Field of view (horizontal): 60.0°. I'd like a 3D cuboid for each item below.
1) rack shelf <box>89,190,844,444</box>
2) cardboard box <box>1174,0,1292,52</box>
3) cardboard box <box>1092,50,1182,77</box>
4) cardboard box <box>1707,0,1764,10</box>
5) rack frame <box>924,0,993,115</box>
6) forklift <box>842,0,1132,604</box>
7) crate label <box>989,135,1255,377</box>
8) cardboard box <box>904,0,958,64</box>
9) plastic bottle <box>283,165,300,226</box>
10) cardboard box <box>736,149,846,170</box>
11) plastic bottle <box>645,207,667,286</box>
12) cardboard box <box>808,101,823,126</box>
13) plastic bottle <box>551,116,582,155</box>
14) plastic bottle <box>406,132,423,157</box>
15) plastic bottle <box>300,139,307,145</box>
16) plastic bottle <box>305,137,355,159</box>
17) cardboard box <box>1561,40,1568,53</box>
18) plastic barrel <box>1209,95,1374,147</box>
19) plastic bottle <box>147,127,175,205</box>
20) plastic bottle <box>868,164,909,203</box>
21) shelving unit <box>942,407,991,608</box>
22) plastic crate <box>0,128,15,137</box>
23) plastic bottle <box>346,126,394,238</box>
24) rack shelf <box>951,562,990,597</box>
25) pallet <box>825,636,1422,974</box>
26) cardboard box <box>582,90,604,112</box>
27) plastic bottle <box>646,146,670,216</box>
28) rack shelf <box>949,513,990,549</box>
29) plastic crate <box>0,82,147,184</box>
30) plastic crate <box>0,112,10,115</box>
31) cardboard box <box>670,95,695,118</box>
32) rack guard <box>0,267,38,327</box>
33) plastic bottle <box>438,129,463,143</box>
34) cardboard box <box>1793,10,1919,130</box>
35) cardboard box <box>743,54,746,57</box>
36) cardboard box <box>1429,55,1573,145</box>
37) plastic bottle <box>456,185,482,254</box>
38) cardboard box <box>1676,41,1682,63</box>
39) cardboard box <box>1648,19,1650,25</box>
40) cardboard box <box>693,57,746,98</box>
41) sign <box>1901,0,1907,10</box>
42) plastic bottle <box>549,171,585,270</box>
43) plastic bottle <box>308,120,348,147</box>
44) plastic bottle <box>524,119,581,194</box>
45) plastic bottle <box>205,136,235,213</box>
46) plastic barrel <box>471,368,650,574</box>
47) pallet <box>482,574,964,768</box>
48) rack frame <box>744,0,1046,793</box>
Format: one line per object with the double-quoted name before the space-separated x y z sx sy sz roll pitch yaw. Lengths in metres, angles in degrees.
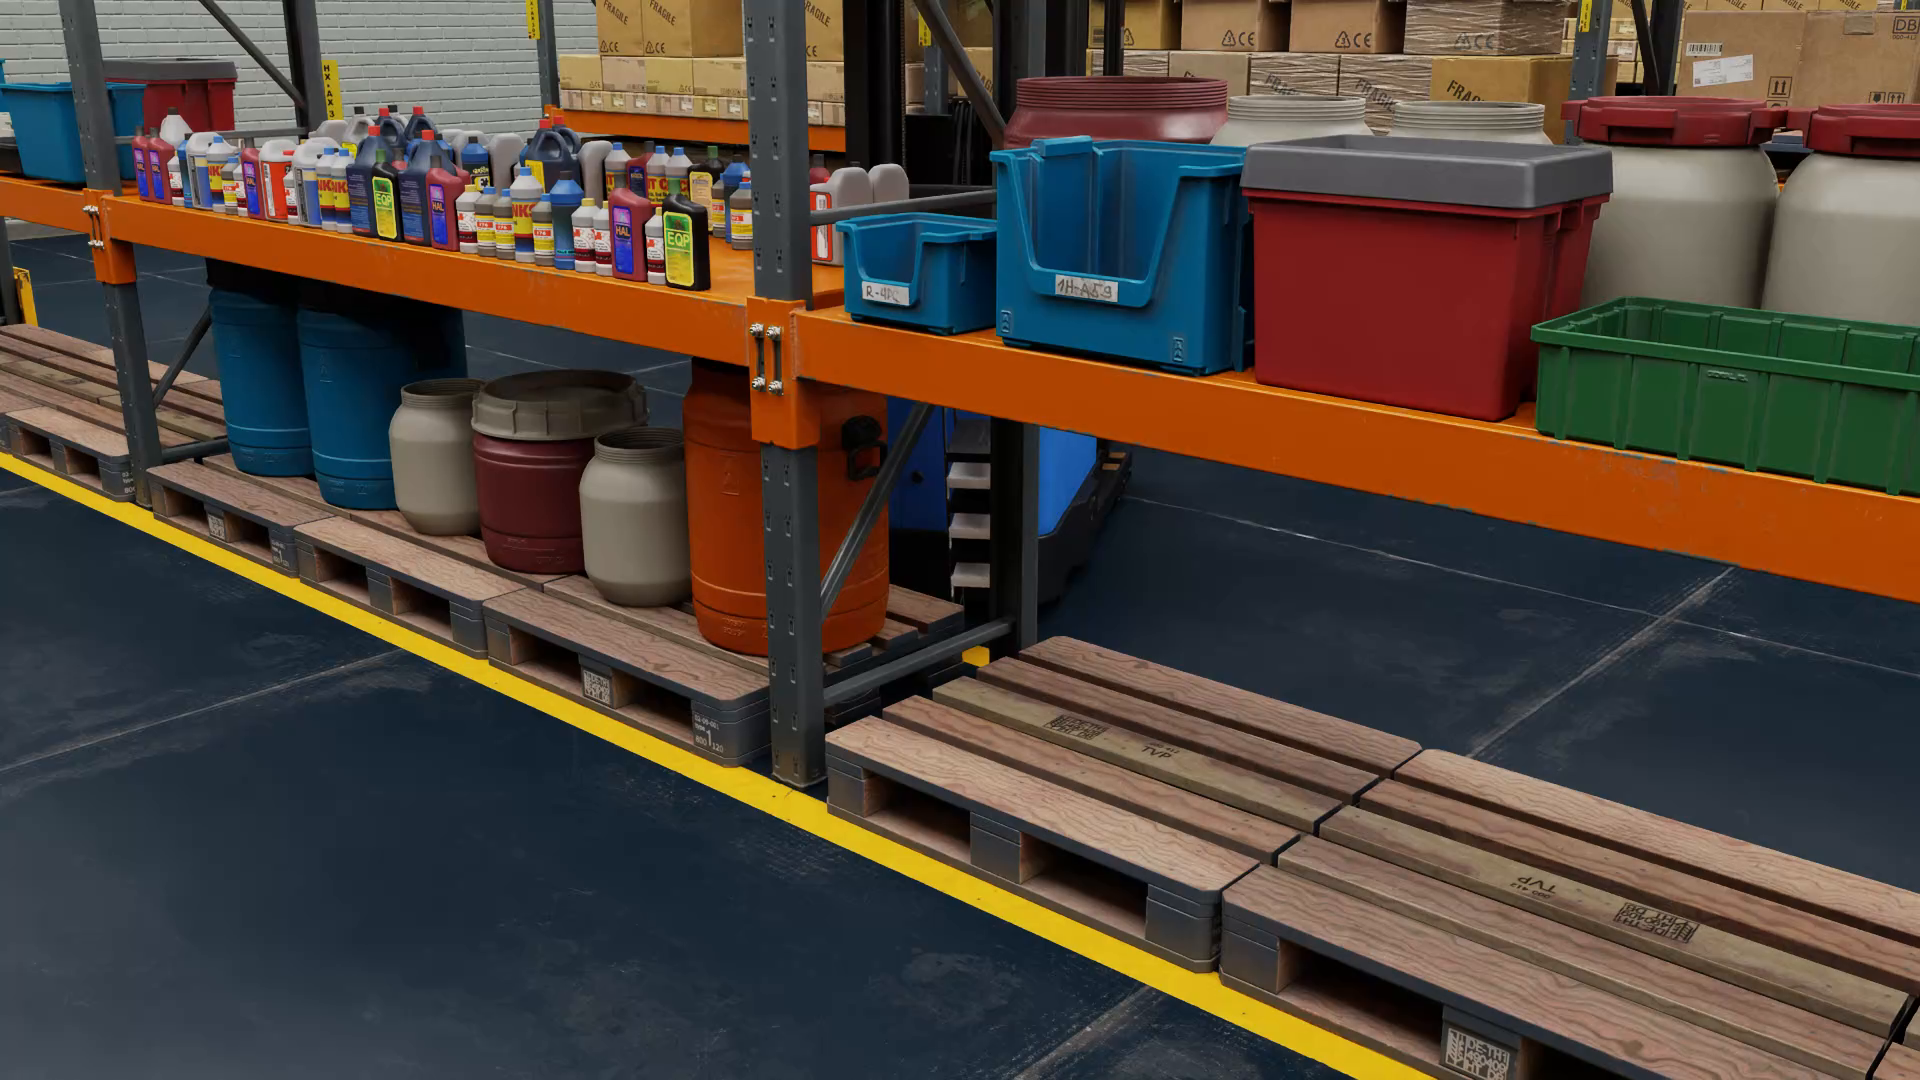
"rack shelf" -1.633 -0.935 5.788 4.000 0.370 1.077 15 23 39
"cardboard box" 1.623 -2.938 9.086 0.637 0.503 0.797 16 24 41
"cardboard box" 1.087 -2.497 9.357 0.500 0.500 0.500 14 23 38
"cardboard box" 7.647 -5.216 16.269 0.500 0.500 0.500 14 23 38
"rack frame" 0.159 -2.800 10.475 0.127 3.000 1.000 15 23 39
"forklift" 0.143 -1.581 6.748 1.130 2.935 3.031 4 18 13
"crate label" 0.426 -0.632 3.587 0.616 0.435 0.502 15 23 39
"cardboard box" -0.363 -3.259 10.440 0.500 0.500 0.500 16 24 41
"plastic bottle" -2.275 -1.190 5.731 0.097 0.201 0.097 0 18 0
"cardboard box" -0.955 -2.319 11.777 0.875 0.875 0.875 15 23 39
"plastic bottle" -0.797 -0.793 4.482 0.097 0.201 0.097 0 18 0
"cardboard box" -0.864 -2.822 10.961 0.250 0.149 0.380 16 23 40
"plastic bottle" -1.400 -1.324 5.907 0.185 0.351 0.144 15 23 39
"plastic bottle" -2.038 -1.405 6.294 0.097 0.271 0.097 0 18 0
"plastic bottle" -2.689 -1.547 6.855 0.097 0.201 0.097 0 18 0
"plastic bottle" -2.242 -1.290 5.921 0.135 0.276 0.152 15 23 39
"cardboard box" 4.500 -3.679 12.473 0.250 0.149 0.380 15 23 38
"plastic barrel" 0.774 -0.771 3.898 0.421 0.512 0.421 0 18 0
"plastic bottle" -3.038 -1.427 6.342 0.133 0.283 0.061 15 23 39
"plastic bottle" -0.246 -0.977 4.937 0.135 0.276 0.152 15 23 39
"shelving unit" 0.080 -0.092 5.346 0.210 0.900 0.258 2 30 8
"plastic crate" -4.631 -1.864 7.863 0.466 0.136 0.293 15 23 39
"plastic bottle" -1.907 -1.172 5.428 0.185 0.351 0.144 15 23 39
"rack shelf" 0.088 0.093 5.453 0.200 0.077 0.258 2 30 8
"pallet" 0.416 0.617 4.318 1.213 0.211 1.003 15 23 39
"cardboard box" -2.594 -3.286 12.423 0.250 0.149 0.380 15 23 38
"plastic bottle" -1.006 -1.190 5.615 0.097 0.271 0.097 0 18 0
"rack shelf" 0.081 -0.063 5.363 0.200 0.077 0.258 2 30 8
"plastic crate" -3.705 -1.717 6.990 0.575 0.384 0.392 15 23 39
"plastic crate" -5.391 -2.263 9.119 0.243 0.136 0.396 15 23 39
"cardboard box" -1.823 -3.080 11.772 0.250 0.149 0.380 15 23 39
"rack guard" -6.147 -1.293 9.859 0.348 0.500 1.175 15 23 39
"plastic bottle" -1.969 -1.440 6.394 0.135 0.276 0.152 15 23 39
"cardboard box" 4.065 -2.056 7.271 0.700 0.500 0.500 -14 22 -38
"cardboard box" -1.535 -3.432 12.223 0.500 0.250 0.500 14 22 37
"cardboard box" 2.617 -2.087 8.065 0.500 0.500 0.500 16 24 41
"plastic bottle" -1.479 -0.977 5.059 0.097 0.201 0.097 0 18 0
"cardboard box" 5.260 -3.473 11.825 0.250 0.149 0.380 15 23 39
"cardboard box" 5.086 -3.663 11.934 0.250 0.149 0.380 15 23 39
"cardboard box" -1.493 -3.208 11.517 0.500 0.250 0.500 14 23 38
"sign" 6.165 -3.488 10.861 0.005 0.325 0.100 15 23 39
"plastic bottle" -1.115 -0.912 4.740 0.097 0.271 0.097 0 18 0
"plastic bottle" -2.620 -1.614 6.944 0.135 0.276 0.152 15 23 39
"plastic bottle" -1.401 -1.263 5.713 0.185 0.351 0.144 15 23 39
"plastic bottle" -2.693 -1.336 6.075 0.097 0.271 0.097 0 18 0
"plastic barrel" -1.359 -0.248 5.727 0.708 0.588 0.600 15 23 39
"pallet" -0.755 0.304 5.305 1.213 0.211 1.003 15 23 39
"rack frame" -0.137 -0.876 4.414 0.127 3.000 1.000 15 23 39
